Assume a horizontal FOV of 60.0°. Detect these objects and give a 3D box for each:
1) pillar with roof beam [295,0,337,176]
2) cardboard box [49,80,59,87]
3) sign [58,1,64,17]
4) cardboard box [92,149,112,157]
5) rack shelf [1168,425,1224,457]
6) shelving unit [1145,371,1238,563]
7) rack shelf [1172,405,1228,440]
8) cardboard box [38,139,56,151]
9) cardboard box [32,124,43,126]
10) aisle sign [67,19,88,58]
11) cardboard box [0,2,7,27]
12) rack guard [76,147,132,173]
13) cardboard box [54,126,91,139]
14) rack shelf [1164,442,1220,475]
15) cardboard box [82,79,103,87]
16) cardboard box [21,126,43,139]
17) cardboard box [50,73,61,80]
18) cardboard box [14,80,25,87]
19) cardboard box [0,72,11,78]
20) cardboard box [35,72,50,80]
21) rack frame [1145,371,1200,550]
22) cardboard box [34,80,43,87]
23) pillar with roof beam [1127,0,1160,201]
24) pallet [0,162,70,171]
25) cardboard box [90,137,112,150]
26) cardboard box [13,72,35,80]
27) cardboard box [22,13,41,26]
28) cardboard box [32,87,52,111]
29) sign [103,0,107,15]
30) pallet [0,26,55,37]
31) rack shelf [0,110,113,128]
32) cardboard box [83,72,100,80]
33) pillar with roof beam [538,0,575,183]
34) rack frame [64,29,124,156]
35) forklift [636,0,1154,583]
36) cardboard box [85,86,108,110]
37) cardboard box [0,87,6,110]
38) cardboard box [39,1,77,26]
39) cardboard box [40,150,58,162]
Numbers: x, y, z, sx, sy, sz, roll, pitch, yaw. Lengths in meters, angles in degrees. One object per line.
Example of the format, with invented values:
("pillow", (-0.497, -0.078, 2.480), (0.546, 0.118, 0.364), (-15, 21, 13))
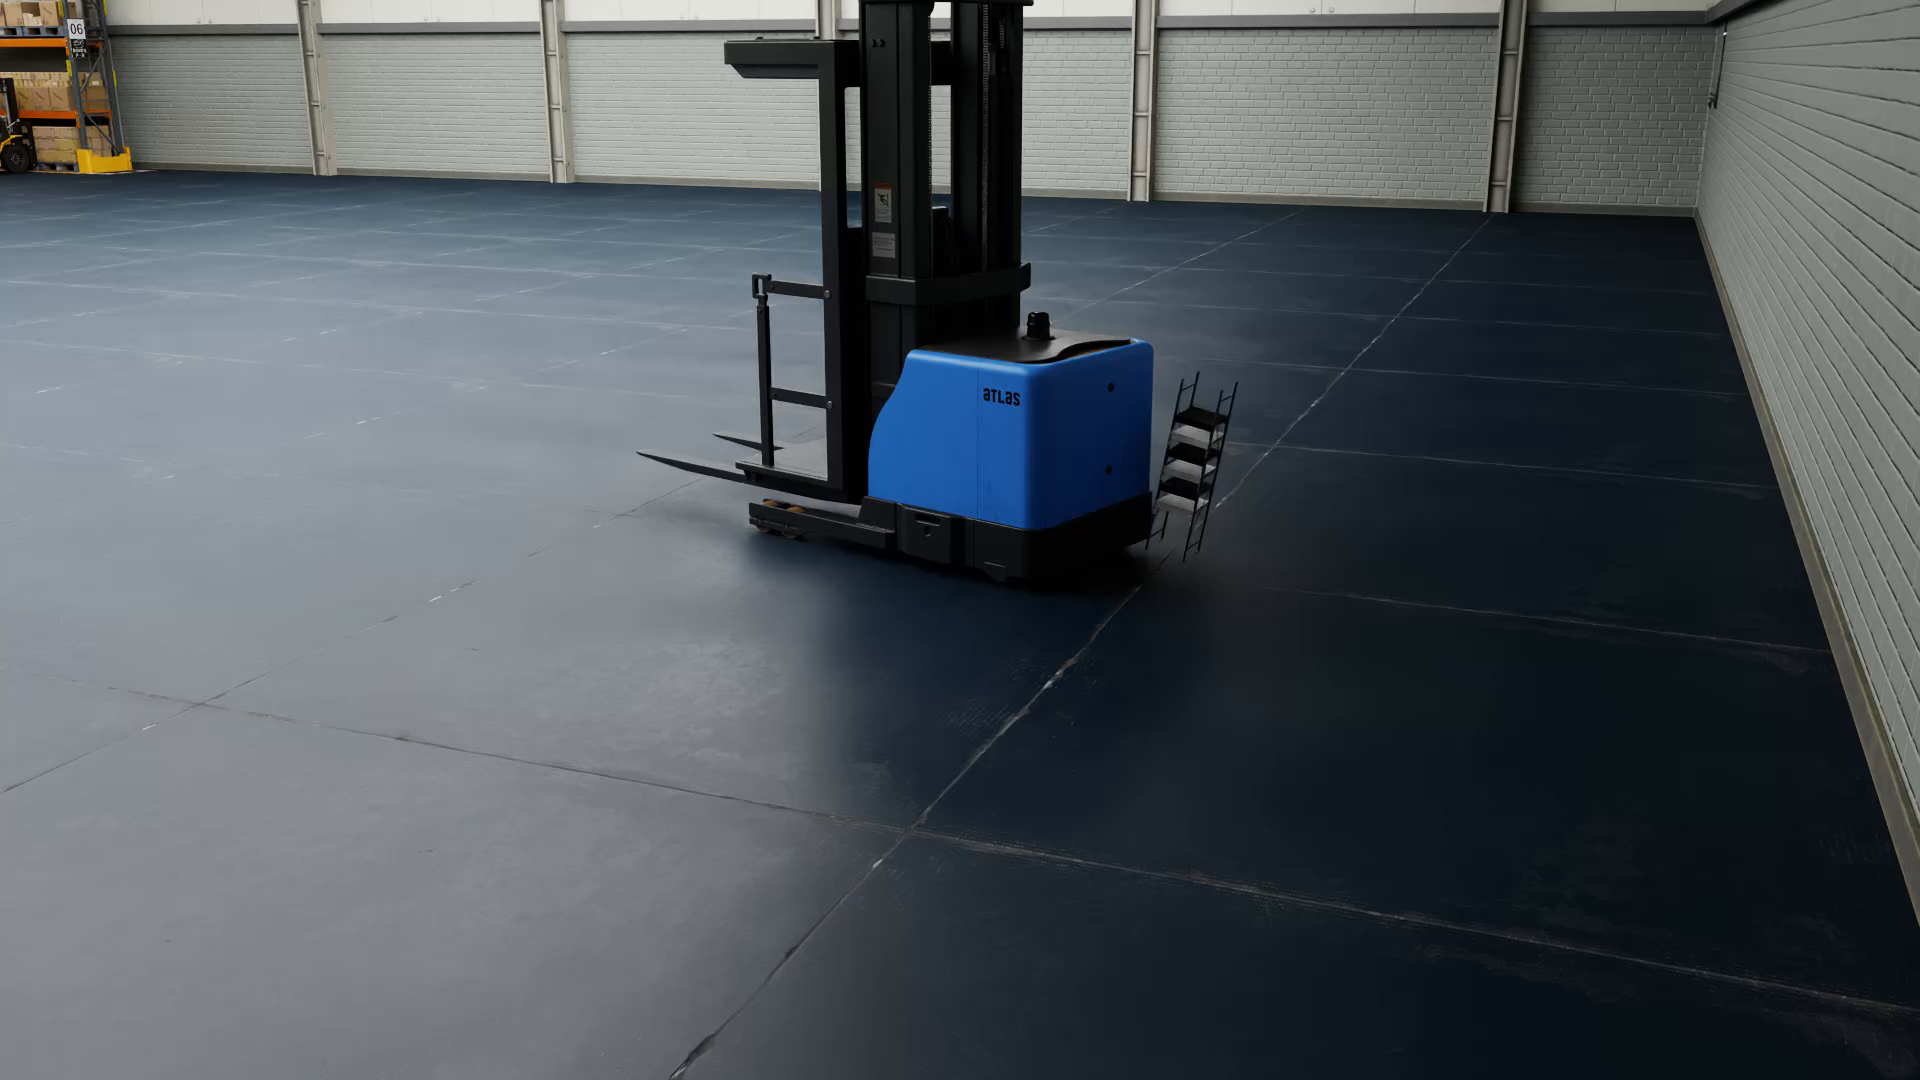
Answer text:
("pillar with roof beam", (-15.152, -11.021, 30.496), (0.400, 9.000, 9.100), (6, 17, 21))
("cardboard box", (-19.511, -9.906, 36.073), (0.250, 0.149, 0.380), (7, 17, 22))
("sign", (-19.049, -11.254, 35.231), (0.005, 0.325, 0.100), (6, 17, 21))
("cardboard box", (-19.222, -8.547, 36.914), (0.500, 0.250, 0.500), (6, 17, 21))
("rack shelf", (1.171, -0.498, 8.213), (0.200, 0.077, 0.258), (19, 23, 23))
("shelving unit", (1.148, -0.363, 8.265), (0.210, 0.900, 0.258), (19, 23, 23))
("rack shelf", (1.185, -0.581, 8.181), (0.200, 0.077, 0.258), (19, 23, 23))
("cardboard box", (-19.867, -8.709, 36.576), (0.500, 0.250, 0.500), (6, 17, 20))
("cardboard box", (-20.616, -9.183, 37.311), (0.500, 0.250, 0.500), (6, 17, 20))
("aisle sign", (-18.884, -10.731, 35.594), (0.004, 0.787, 0.394), (6, 17, 21))
("cardboard box", (-20.785, -11.488, 36.366), (0.637, 0.503, 0.797), (7, 18, 22))
("rack guard", (-18.815, -8.362, 36.582), (0.348, 0.500, 1.175), (6, 17, 21))
("cardboard box", (-19.380, -8.893, 36.311), (0.500, 0.250, 0.500), (7, 18, 22))
("rack shelf", (1.157, -0.415, 8.245), (0.200, 0.077, 0.258), (19, 23, 23))
("cardboard box", (-19.058, -10.027, 36.489), (0.250, 0.149, 0.380), (6, 17, 19))
("cardboard box", (-20.330, -8.993, 36.654), (0.500, 0.250, 0.500), (7, 17, 21))
("cardboard box", (-19.489, -10.067, 36.093), (0.250, 0.149, 0.380), (6, 17, 21))
("cardboard box", (-20.465, -10.012, 36.439), (0.250, 0.149, 0.380), (6, 17, 21))
("cardboard box", (-20.905, -10.235, 36.673), (0.250, 0.149, 0.380), (6, 17, 21))
("cardboard box", (-19.946, -10.131, 36.315), (0.250, 0.149, 0.380), (6, 17, 21))
("rack frame", (1.059, -0.393, 8.305), (0.006, 0.900, 0.240), (19, 23, 23))
("cardboard box", (-19.956, -9.977, 36.316), (0.250, 0.149, 0.380), (6, 17, 20))
("pillar with roof beam", (1.592, -9.180, 24.153), (0.400, 9.000, 9.100), (6, 17, 21))
("pallet", (-20.695, -8.419, 37.294), (1.213, 0.211, 1.003), (6, 17, 21))
("cardboard box", (-19.198, -8.788, 36.848), (0.500, 0.250, 0.500), (7, 17, 22))
("cardboard box", (-20.472, -10.154, 36.394), (0.250, 0.149, 0.380), (7, 17, 22))
("cardboard box", (-19.955, -11.223, 35.880), (0.258, 0.266, 0.396), (6, 17, 21))
("cardboard box", (-19.871, -9.651, 36.358), (0.500, 0.500, 0.500), (7, 18, 22))
("sign", (-18.628, -11.607, 36.184), (0.005, 0.325, 0.100), (6, 17, 21))
("pallet", (-20.624, -11.167, 36.537), (1.213, 0.211, 1.003), (6, 17, 21))
("rack shelf", (-20.698, -9.424, 37.047), (4.000, 0.370, 1.077), (6, 17, 21))
("cardboard box", (-19.071, -10.157, 36.405), (0.250, 0.149, 0.380), (6, 17, 20))
("pillar with roof beam", (-9.571, -10.407, 28.382), (0.400, 9.000, 9.100), (6, 17, 21))
("rack frame", (-18.837, -9.565, 36.242), (0.127, 3.000, 1.000), (6, 17, 21))
("forklift", (-0.493, -1.517, 8.642), (3.031, 2.935, 1.130), (13, 20, 37))
("cardboard box", (-19.196, -9.736, 36.651), (0.500, 0.500, 0.500), (7, 18, 22))
("cardboard box", (-20.819, -9.752, 36.705), (0.500, 0.500, 0.500), (6, 17, 21))
("cardboard box", (-19.338, -11.286, 35.675), (0.500, 0.500, 0.500), (7, 18, 22))
("cardboard box", (-19.849, -8.466, 36.634), (0.500, 0.250, 0.500), (6, 17, 21))
